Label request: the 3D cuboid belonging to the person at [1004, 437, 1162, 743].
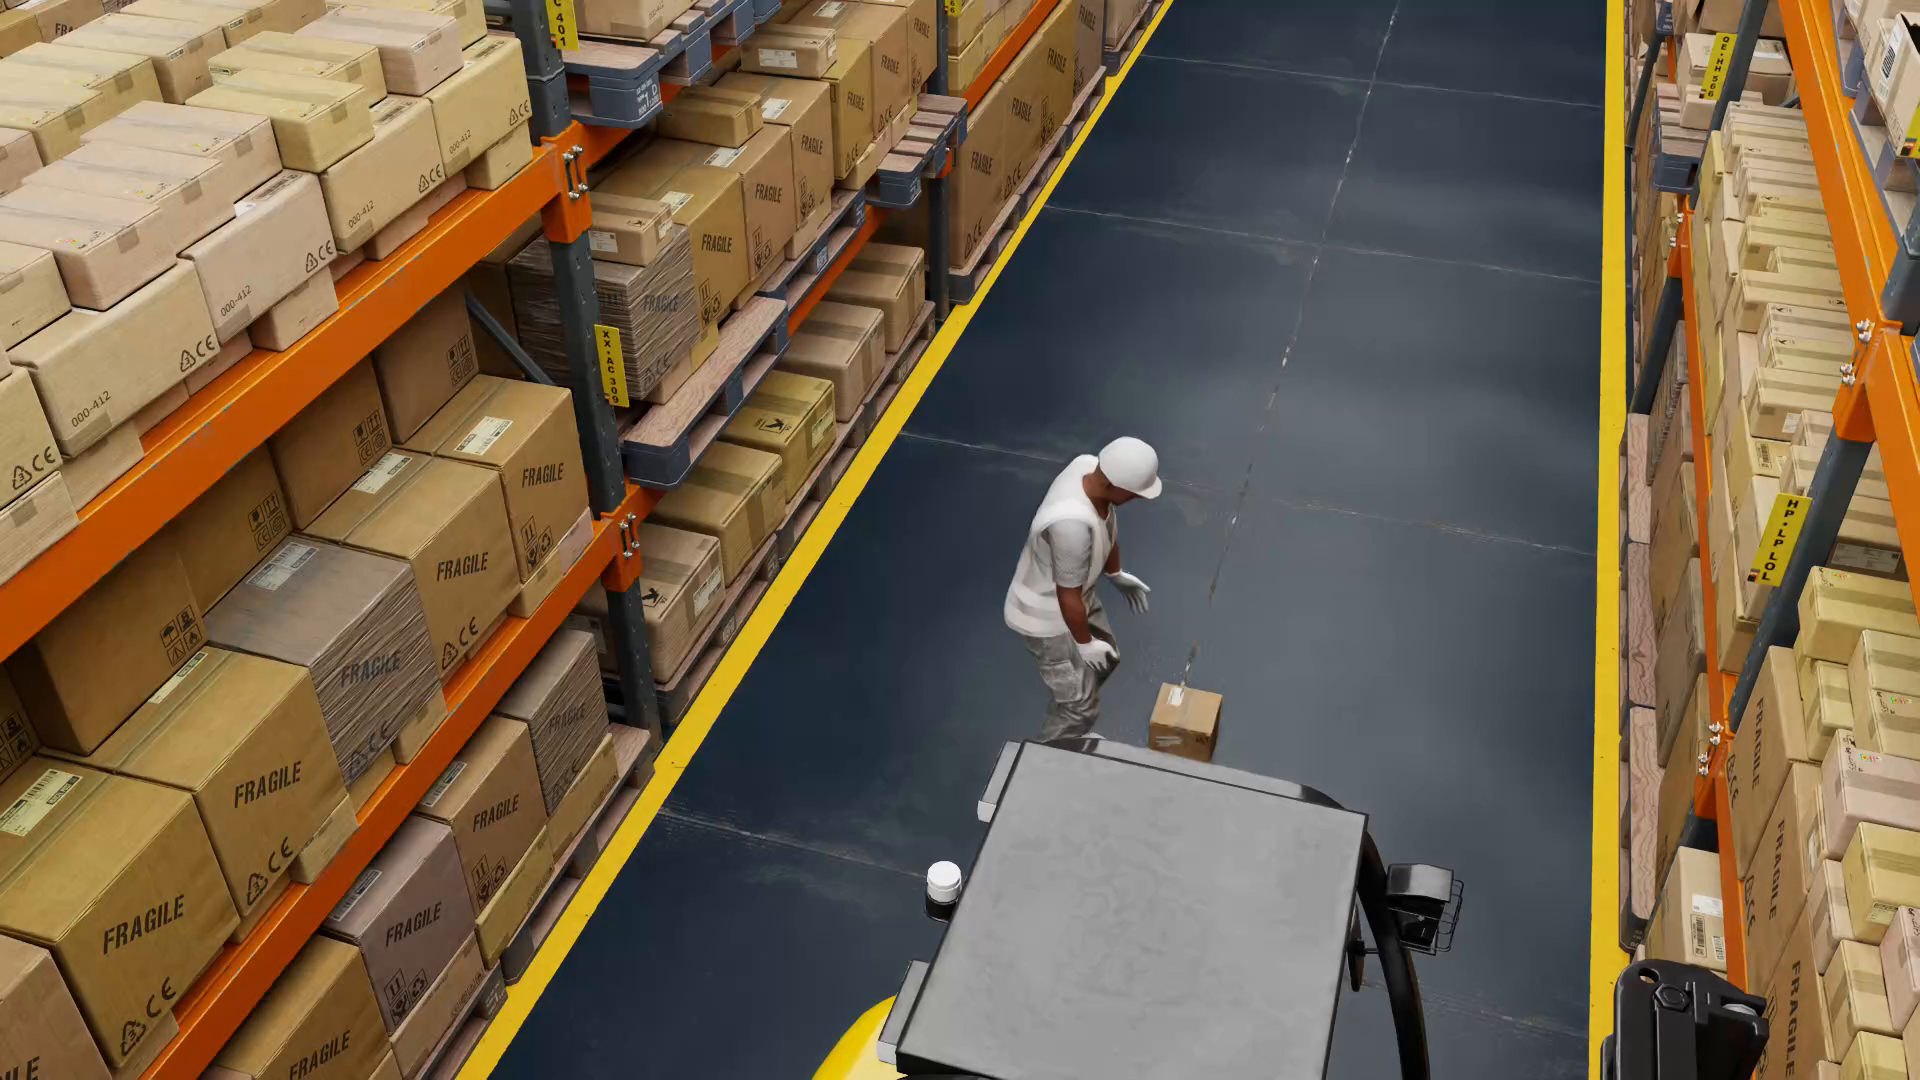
[{"bbox_3d":[0.477,0.273,6.613,0.561,1.663,0.591,11,38,15],"label":"person"}]
